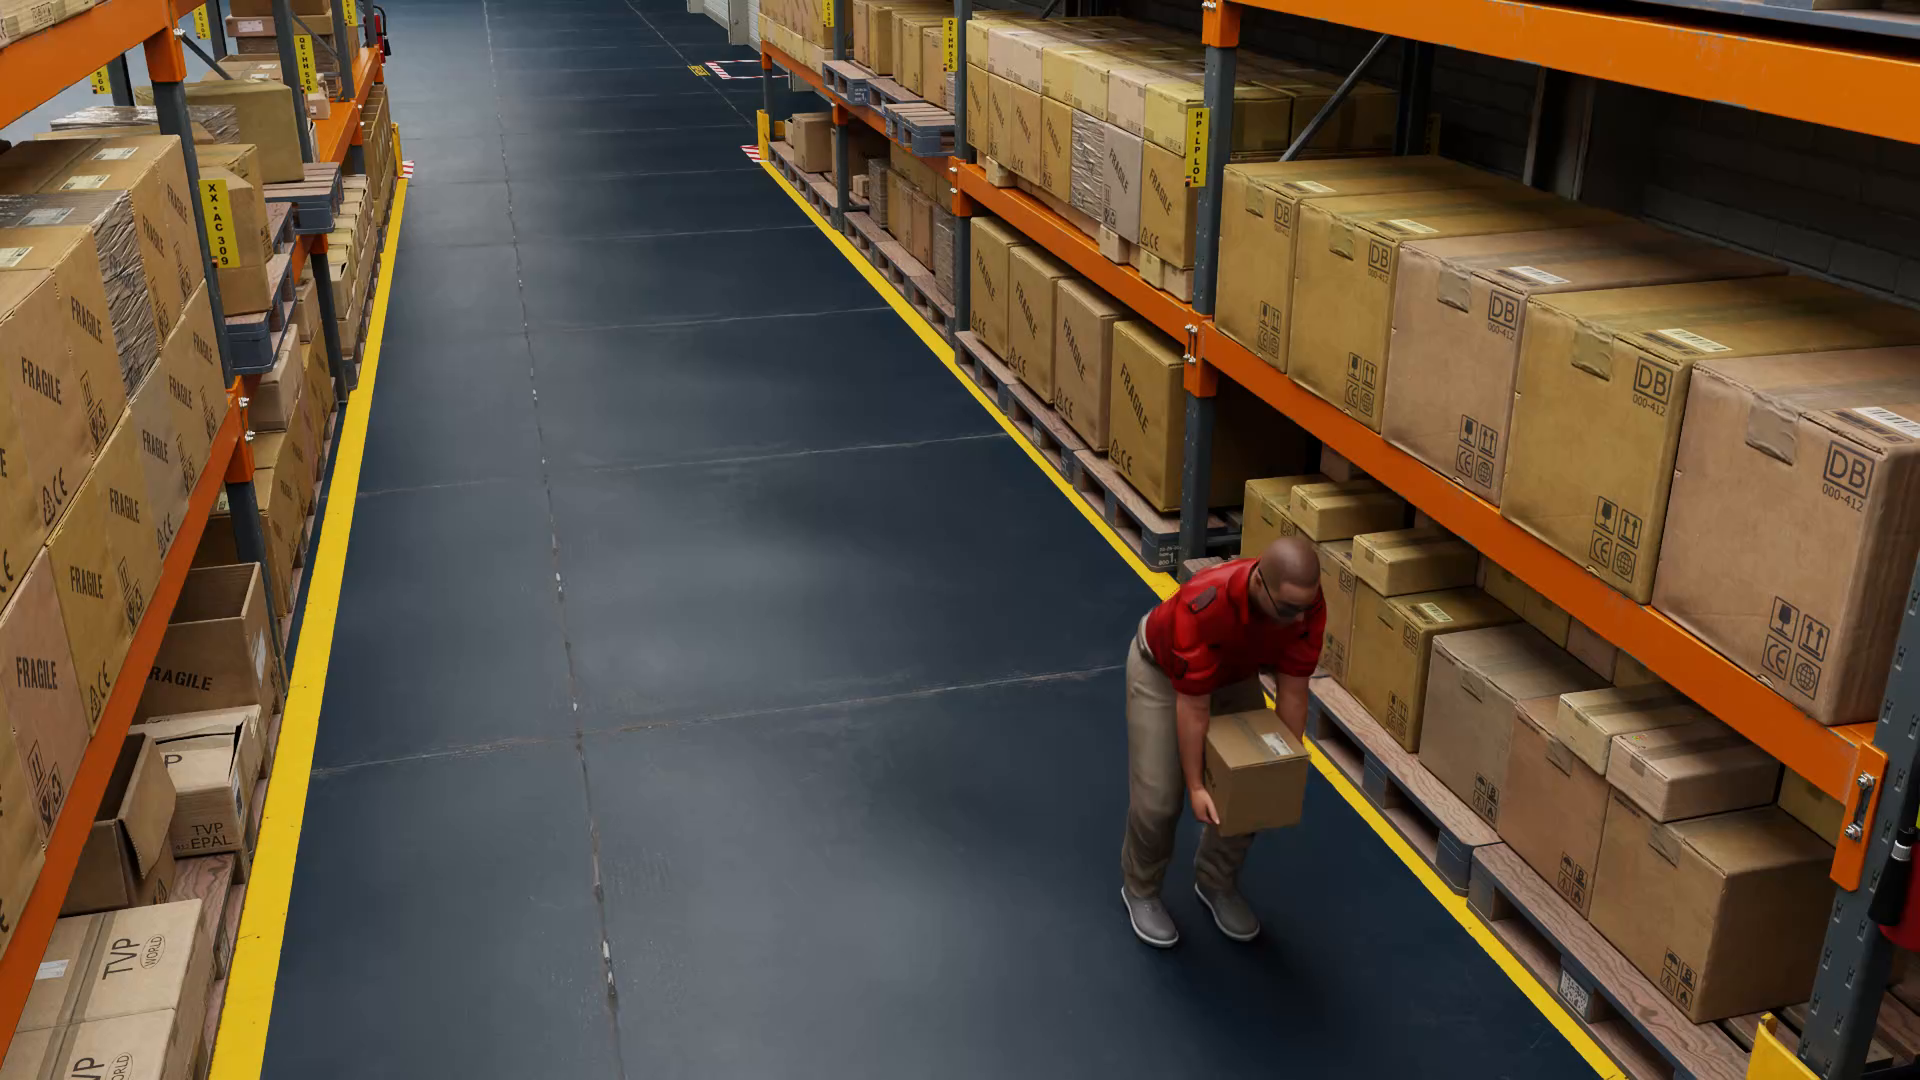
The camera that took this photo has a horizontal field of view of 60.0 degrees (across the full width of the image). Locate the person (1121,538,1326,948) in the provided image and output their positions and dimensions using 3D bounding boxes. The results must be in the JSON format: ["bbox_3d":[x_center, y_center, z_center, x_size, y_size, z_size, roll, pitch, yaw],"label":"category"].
[{"bbox_3d":[0.794,0.589,5.023,0.488,1.496,0.778,-7,24,-16],"label":"person"}]
